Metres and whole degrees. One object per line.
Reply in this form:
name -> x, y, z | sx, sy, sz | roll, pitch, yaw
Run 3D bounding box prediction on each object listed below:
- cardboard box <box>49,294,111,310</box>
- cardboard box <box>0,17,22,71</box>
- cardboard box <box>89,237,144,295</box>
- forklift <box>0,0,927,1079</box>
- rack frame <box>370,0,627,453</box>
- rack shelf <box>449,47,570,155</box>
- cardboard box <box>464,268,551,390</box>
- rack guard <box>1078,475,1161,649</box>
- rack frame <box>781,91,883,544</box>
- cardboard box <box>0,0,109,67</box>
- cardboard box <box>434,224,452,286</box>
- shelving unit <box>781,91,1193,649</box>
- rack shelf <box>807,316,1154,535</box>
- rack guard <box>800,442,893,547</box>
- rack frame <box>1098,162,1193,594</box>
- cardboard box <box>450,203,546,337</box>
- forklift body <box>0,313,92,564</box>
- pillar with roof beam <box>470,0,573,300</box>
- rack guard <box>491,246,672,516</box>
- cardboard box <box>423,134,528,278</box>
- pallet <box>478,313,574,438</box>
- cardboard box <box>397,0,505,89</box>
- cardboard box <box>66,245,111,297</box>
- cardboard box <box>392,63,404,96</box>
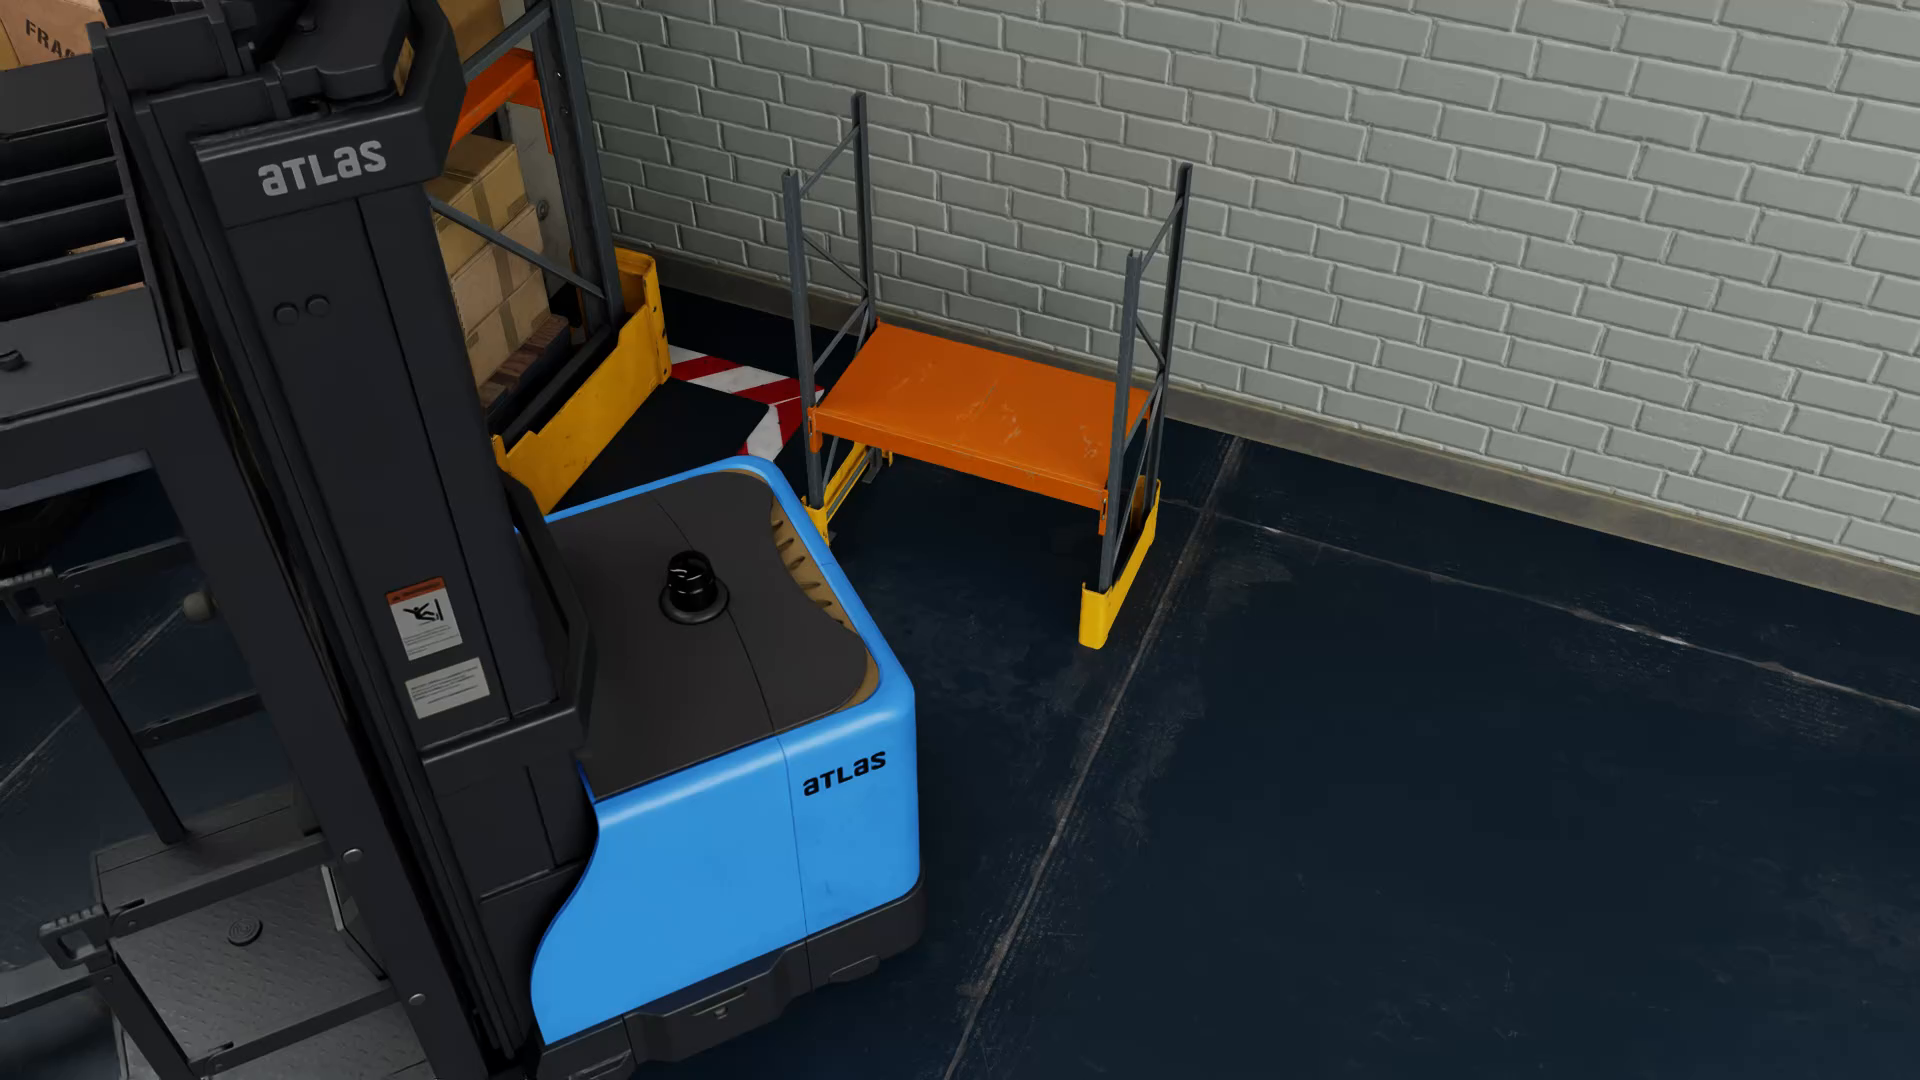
cardboard box -> -3.007, -0.959, 5.885 | 0.500, 0.250, 0.500 | 15, 47, 15
cardboard box -> -2.998, -1.694, 5.255 | 0.500, 0.500, 0.500 | 16, 47, 15
cardboard box -> -2.513, -0.995, 5.566 | 0.500, 0.250, 0.500 | 17, 47, 17
forklift -> -1.646, 0.236, 3.434 | 3.031, 2.935, 1.130 | -19, 48, -18
rack frame -> -1.495, -1.410, 5.040 | 0.127, 3.000, 1.000 | 16, 47, 16
rack shelf -> -3.340, -1.698, 5.840 | 4.000, 0.370, 1.077 | 16, 47, 16
cardboard box -> -1.873, -0.844, 6.124 | 0.500, 0.250, 0.500 | 17, 47, 16
rack guard -> 0.530, 0.067, 5.505 | 0.087, 0.250, 0.587 | 16, 47, 16
rack frame -> -0.390, -0.647, 5.336 | 0.032, 1.500, 0.500 | 16, 47, 16
cardboard box -> -2.525, -1.555, 5.115 | 0.500, 0.500, 0.500 | 18, 48, 17
cardboard box -> -2.040, -0.860, 5.431 | 0.500, 0.250, 0.500 | 18, 48, 17
shelving unit -> 0.070, -0.511, 5.200 | 1.083, 1.500, 0.587 | 16, 47, 16
rack shelf -> 0.079, -0.381, 5.325 | 1.000, 0.185, 0.538 | 16, 47, 16
rack guard -> -0.389, -0.203, 5.777 | 0.087, 0.250, 0.587 | 16, 47, 16
rack frame -> 0.548, -0.370, 5.059 | 0.032, 1.500, 0.500 | 16, 47, 16
cardboard box -> -1.849, -1.024, 5.950 | 0.500, 0.250, 0.500 | 17, 47, 17
forklift body -> -3.947, -0.436, 4.663 | 1.214, 2.155, 2.313 | 16, 47, 16
pillar with roof beam -> -3.448, -1.510, 0.887 | 0.400, 9.000, 9.100 | 16, 47, 16
rack guard -> -1.472, -0.517, 5.915 | 0.348, 0.500, 1.175 | 16, 47, 16
cardboard box -> -1.865, -1.192, 5.764 | 0.500, 0.250, 0.500 | 16, 47, 15
pallet -> -2.217, -0.602, 6.205 | 1.213, 0.211, 1.003 | 16, 47, 16
cardboard box -> -1.845, -1.760, 5.322 | 0.500, 0.500, 0.500 | 18, 48, 17
cardboard box -> -2.983, -1.126, 5.697 | 0.500, 0.250, 0.500 | 17, 47, 16
cardboard box -> -2.050, -1.408, 4.967 | 0.500, 0.500, 0.500 | 15, 47, 15
